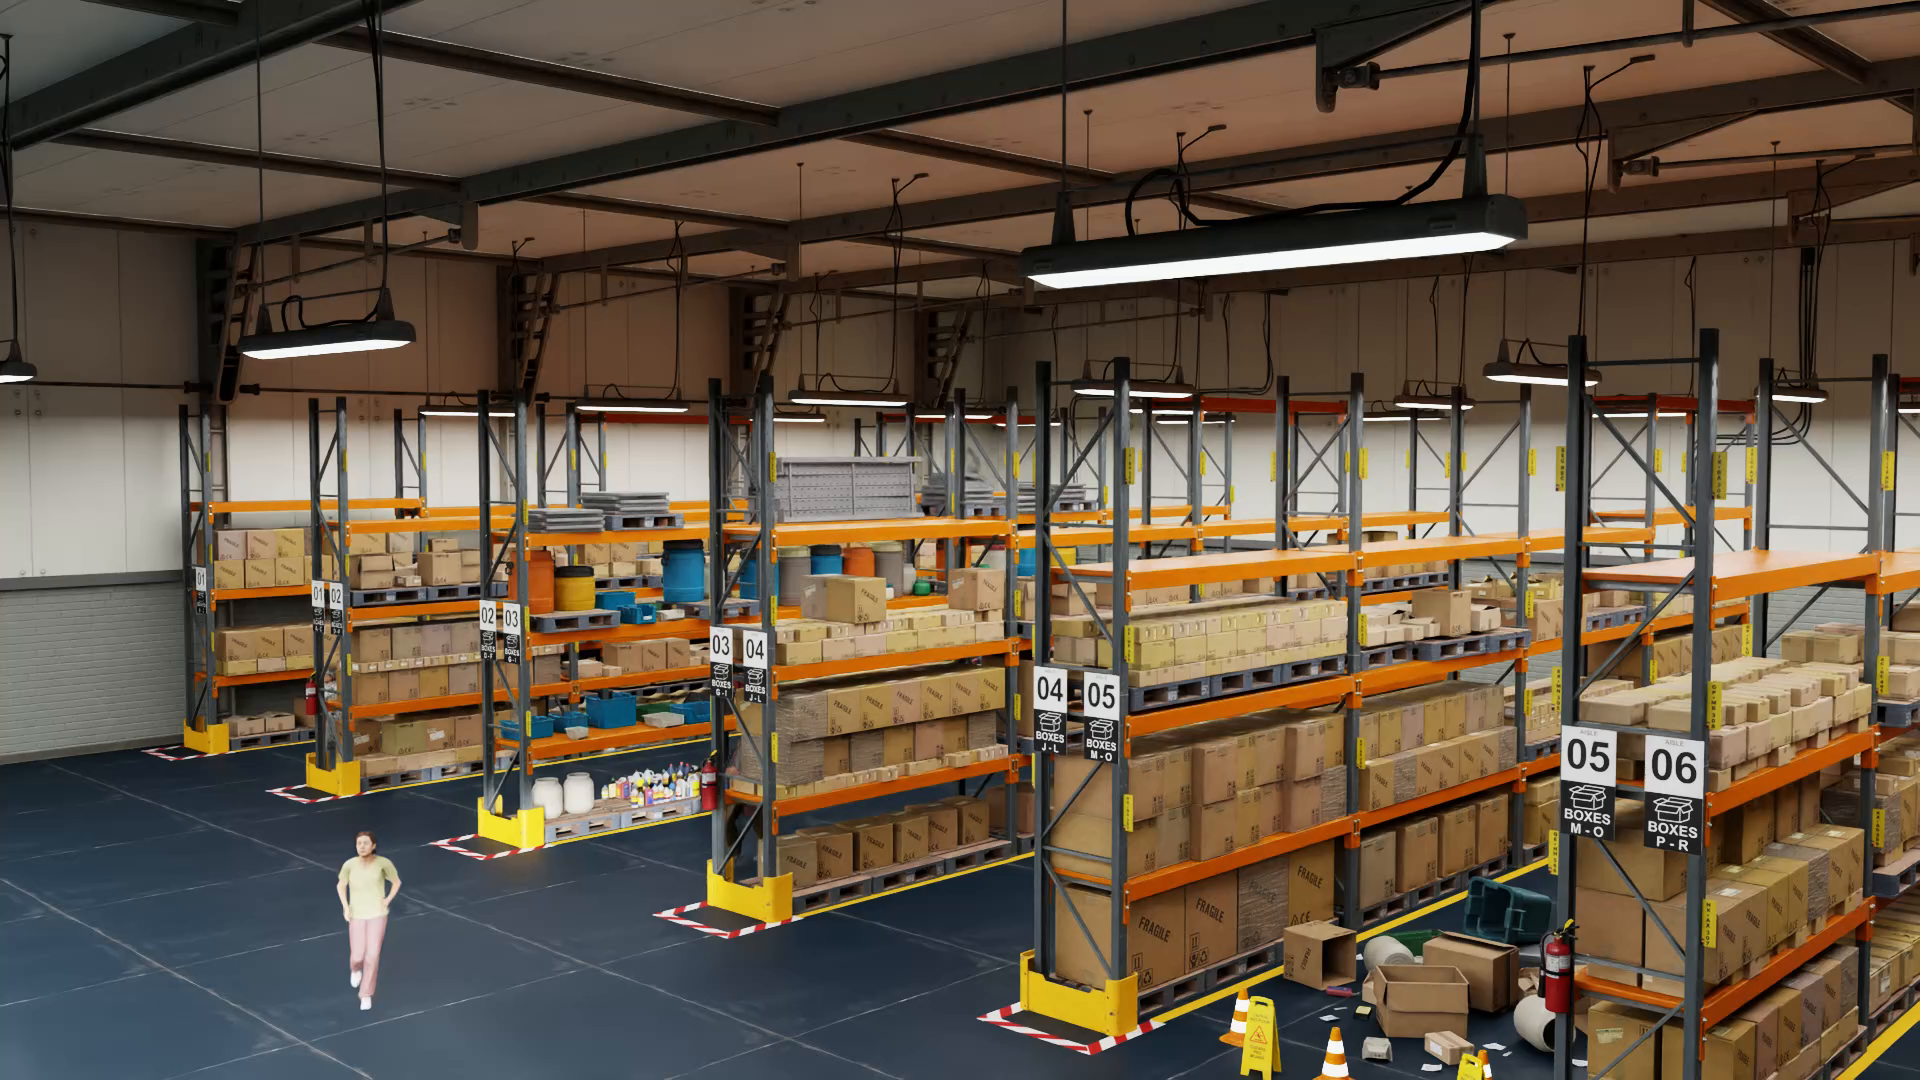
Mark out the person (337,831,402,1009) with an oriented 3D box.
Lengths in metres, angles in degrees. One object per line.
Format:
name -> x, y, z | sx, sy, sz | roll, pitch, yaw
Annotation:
person -> -5.548, 3.532, 15.632 | 0.575, 1.639, 0.592 | -1, 3, -14

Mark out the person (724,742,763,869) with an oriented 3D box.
person -> -2.638, 3.237, 20.646 | 0.669, 1.759, 0.835 | 2, 4, 36

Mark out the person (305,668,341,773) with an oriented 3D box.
person -> -10.217, 2.886, 26.921 | 0.622, 1.685, 0.927 | 2, 3, 30
